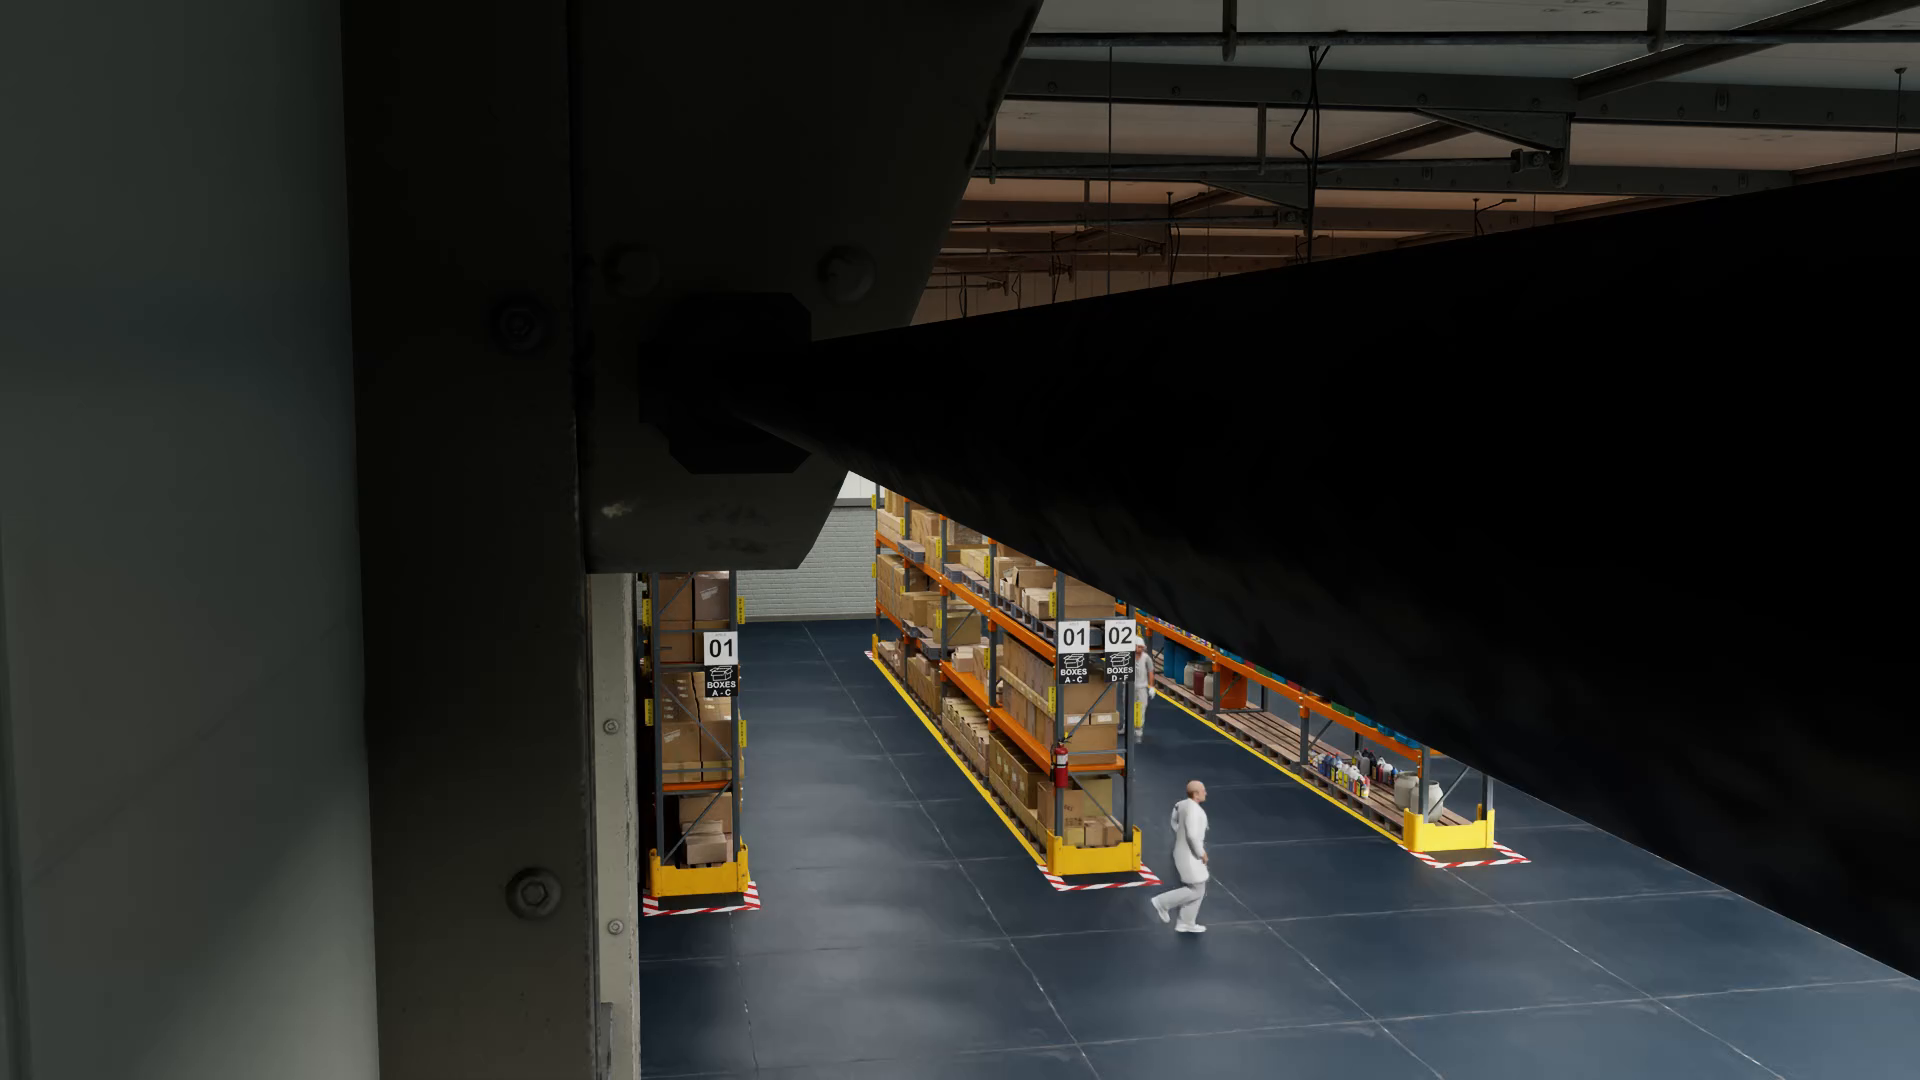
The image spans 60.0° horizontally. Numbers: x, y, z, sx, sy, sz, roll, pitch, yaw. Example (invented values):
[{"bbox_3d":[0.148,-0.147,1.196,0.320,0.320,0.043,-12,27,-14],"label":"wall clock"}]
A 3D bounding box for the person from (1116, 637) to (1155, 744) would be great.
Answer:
[{"bbox_3d":[2.966,2.537,28.466,0.739,1.782,0.766,2,6,19],"label":"person"}]

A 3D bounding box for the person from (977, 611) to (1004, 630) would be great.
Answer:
[{"bbox_3d":[0.732,1.401,40.625,1.084,1.621,0.659,2,6,15],"label":"person"}]

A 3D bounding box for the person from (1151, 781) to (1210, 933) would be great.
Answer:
[{"bbox_3d":[2.482,3.564,18.707,0.649,1.730,0.703,0,6,1],"label":"person"}]
